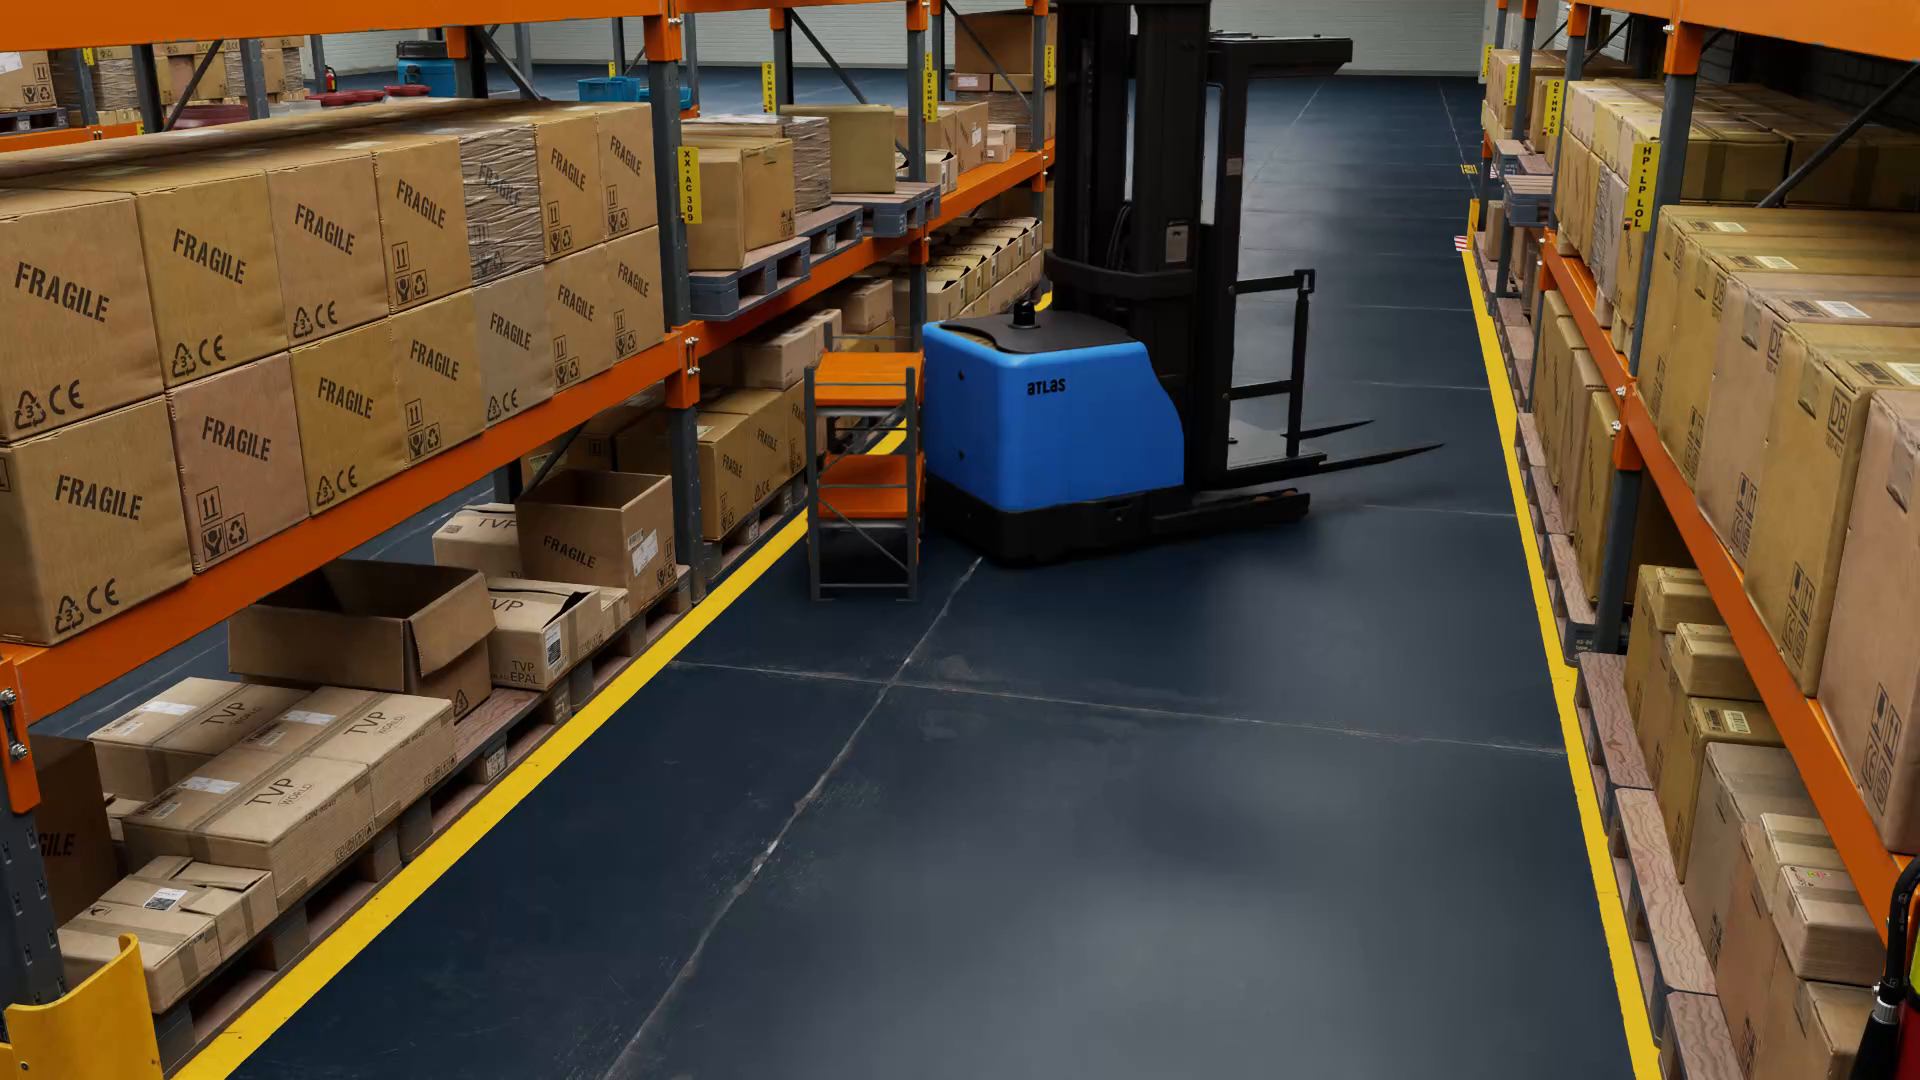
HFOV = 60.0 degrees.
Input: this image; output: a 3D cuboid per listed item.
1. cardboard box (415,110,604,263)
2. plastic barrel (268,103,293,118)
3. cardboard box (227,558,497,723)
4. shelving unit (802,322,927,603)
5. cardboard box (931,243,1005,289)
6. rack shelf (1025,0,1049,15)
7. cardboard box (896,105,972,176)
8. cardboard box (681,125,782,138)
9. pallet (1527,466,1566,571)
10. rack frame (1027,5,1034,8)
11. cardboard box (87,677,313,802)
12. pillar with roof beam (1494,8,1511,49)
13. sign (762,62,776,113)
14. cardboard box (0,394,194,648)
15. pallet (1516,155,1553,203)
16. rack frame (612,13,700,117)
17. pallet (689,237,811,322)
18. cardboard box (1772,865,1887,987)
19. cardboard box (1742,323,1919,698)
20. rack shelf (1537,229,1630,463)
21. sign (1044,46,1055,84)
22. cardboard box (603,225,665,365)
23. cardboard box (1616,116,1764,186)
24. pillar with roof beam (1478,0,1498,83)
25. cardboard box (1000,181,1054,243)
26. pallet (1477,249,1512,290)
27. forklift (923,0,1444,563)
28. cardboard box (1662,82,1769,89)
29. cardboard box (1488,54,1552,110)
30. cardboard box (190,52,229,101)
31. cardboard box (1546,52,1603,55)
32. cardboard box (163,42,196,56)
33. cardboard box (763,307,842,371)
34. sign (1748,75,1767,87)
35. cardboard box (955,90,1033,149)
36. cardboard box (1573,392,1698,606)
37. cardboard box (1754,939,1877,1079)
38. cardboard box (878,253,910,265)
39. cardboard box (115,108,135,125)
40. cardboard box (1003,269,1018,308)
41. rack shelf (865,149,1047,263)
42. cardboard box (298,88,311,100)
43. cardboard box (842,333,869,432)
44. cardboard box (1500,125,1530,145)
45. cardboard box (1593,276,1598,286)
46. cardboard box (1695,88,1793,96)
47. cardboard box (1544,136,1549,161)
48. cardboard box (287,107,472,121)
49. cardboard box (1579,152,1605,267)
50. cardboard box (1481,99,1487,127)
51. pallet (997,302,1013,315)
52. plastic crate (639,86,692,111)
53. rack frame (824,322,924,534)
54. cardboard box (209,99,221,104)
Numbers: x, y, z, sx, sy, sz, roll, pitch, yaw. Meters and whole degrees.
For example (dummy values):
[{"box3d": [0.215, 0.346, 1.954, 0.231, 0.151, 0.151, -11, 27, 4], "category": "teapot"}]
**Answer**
[{"box3d": [-1.698, -1.348, 6.293, 0.500, 0.500, 0.500, 4, 19, 12], "category": "cardboard box"}, {"box3d": [-5.484, -3.206, 13.259, 0.421, 0.512, 0.421, 0, 19, 0], "category": "plastic barrel"}, {"box3d": [-2.157, 0.395, 6.072, 0.797, 0.503, 0.637, 5, 19, 13], "category": "cardboard box"}, {"box3d": [-0.446, -0.408, 8.142, 0.538, 1.125, 1.048, 0, 19, 1], "category": "shelving unit"}, {"box3d": [0.059, -2.211, 13.257, 0.500, 0.311, 0.500, 4, 19, 13], "category": "cardboard box"}, {"box3d": [0.740, -5.381, 16.273, 1.077, 0.370, 4.000, 5, 19, 13], "category": "rack shelf"}, {"box3d": [-0.203, -3.161, 13.146, 0.500, 0.500, 0.500, 5, 19, 13], "category": "cardboard box"}, {"box3d": [-1.331, -1.972, 9.016, 0.700, 0.500, 0.500, 0, 19, -1], "category": "cardboard box"}, {"box3d": [3.513, -0.089, 8.622, 1.003, 0.211, 1.213, 5, 19, 13], "category": "pallet"}, {"box3d": [1.229, -4.929, 18.477, 1.000, 3.000, 0.127, 5, 19, 13], "category": "rack frame"}, {"box3d": [-2.525, 0.694, 5.588, 0.500, 0.250, 0.500, 5, 19, 13], "category": "cardboard box"}, {"box3d": [8.391, -14.952, 38.541, 9.100, 9.000, 0.400, 5, 19, 13], "category": "pillar with roof beam"}, {"box3d": [-1.265, -3.012, 11.074, 0.100, 0.325, 0.005, 5, 19, 13], "category": "sign"}, {"box3d": [-2.316, -0.079, 4.124, 0.500, 0.500, 0.500, 5, 20, 15], "category": "cardboard box"}, {"box3d": [4.523, -2.564, 11.851, 1.003, 0.211, 1.213, 5, 19, 13], "category": "pallet"}, {"box3d": [-3.573, -5.321, 19.625, 1.000, 3.000, 0.127, 5, 19, 13], "category": "rack frame"}, {"box3d": [-1.402, -1.318, 8.204, 1.003, 0.211, 1.213, 5, 19, 13], "category": "pallet"}, {"box3d": [2.053, 0.872, 3.709, 0.380, 0.149, 0.250, 4, 19, 13], "category": "cardboard box"}, {"box3d": [2.406, -0.055, 3.744, 0.980, 0.700, 0.700, 5, 19, 13], "category": "cardboard box"}, {"box3d": [3.590, -1.064, 8.275, 1.077, 0.370, 4.000, 5, 19, 13], "category": "rack shelf"}, {"box3d": [0.780, -4.146, 14.515, 0.100, 0.325, 0.005, 5, 19, 13], "category": "sign"}, {"box3d": [-1.576, -1.038, 6.931, 0.500, 0.500, 0.500, 5, 19, 14], "category": "cardboard box"}, {"box3d": [3.102, -1.656, 7.089, 0.500, 0.250, 0.500, 5, 20, 15], "category": "cardboard box"}, {"box3d": [9.857, -16.833, 44.047, 9.100, 9.000, 0.400, 5, 19, 13], "category": "pillar with roof beam"}, {"box3d": [0.669, -3.048, 15.415, 0.500, 0.500, 0.500, 5, 19, 13], "category": "cardboard box"}, {"box3d": [5.482, -2.562, 15.862, 1.003, 0.211, 1.213, 5, 19, 13], "category": "pallet"}, {"box3d": [1.309, -1.595, 8.823, 3.031, 2.935, 1.130, -10, 21, -26], "category": "forklift"}, {"box3d": [4.220, -2.421, 9.329, 0.500, 0.250, 0.500, 5, 20, 15], "category": "cardboard box"}, {"box3d": [5.363, -4.391, 15.942, 0.500, 0.500, 0.500, 4, 19, 12], "category": "cardboard box"}, {"box3d": [-8.840, -5.255, 18.816, 0.875, 0.500, 0.500, 5, 19, 13], "category": "cardboard box"}, {"box3d": [5.992, -4.510, 16.293, 0.500, 0.500, 0.500, 5, 19, 14], "category": "cardboard box"}, {"box3d": [-8.754, -5.554, 18.146, 0.500, 0.500, 0.500, 5, 19, 13], "category": "cardboard box"}, {"box3d": [-0.982, -1.151, 9.442, 0.500, 0.250, 0.500, 4, 19, 12], "category": "cardboard box"}, {"box3d": [4.618, -2.536, 9.681, 0.100, 0.325, 0.005, 5, 19, 13], "category": "sign"}, {"box3d": [0.354, -3.862, 15.199, 0.700, 0.500, 0.500, 4, 19, 12], "category": "cardboard box"}, {"box3d": [3.134, -0.173, 7.229, 0.750, 0.750, 0.750, 5, 19, 14], "category": "cardboard box"}, {"box3d": [2.198, 1.233, 3.654, 0.700, 0.500, 0.500, 5, 19, 13], "category": "cardboard box"}, {"box3d": [-0.590, -2.089, 12.900, 0.500, 0.311, 0.500, 5, 19, 13], "category": "cardboard box"}, {"box3d": [-8.936, -4.461, 17.495, 0.380, 0.149, 0.250, 5, 19, 13], "category": "cardboard box"}, {"box3d": [0.182, -2.101, 13.802, 0.500, 0.250, 0.500, 5, 20, 15], "category": "cardboard box"}, {"box3d": [-0.237, -2.708, 13.087, 1.077, 0.370, 4.000, 5, 19, 13], "category": "rack shelf"}, {"box3d": [-8.246, -5.488, 20.502, 0.380, 0.149, 0.250, 5, 19, 13], "category": "cardboard box"}, {"box3d": [-0.853, -0.973, 10.081, 0.500, 0.500, 0.500, 4, 19, 11], "category": "cardboard box"}, {"box3d": [4.878, -3.396, 14.190, 0.500, 0.250, 0.500, 5, 19, 14], "category": "cardboard box"}, {"box3d": [3.410, -1.355, 8.372, 0.380, 0.149, 0.250, 5, 19, 14], "category": "cardboard box"}, {"box3d": [4.090, -2.259, 8.854, 0.500, 0.250, 0.500, 4, 19, 12], "category": "cardboard box"}, {"box3d": [4.625, -3.000, 11.995, 0.700, 0.500, 0.500, 7, 20, 21], "category": "cardboard box"}, {"box3d": [-2.216, -1.401, 6.446, 0.500, 0.500, 0.500, 4, 19, 12], "category": "cardboard box"}, {"box3d": [3.333, -1.614, 8.126, 0.500, 0.500, 0.500, 5, 20, 15], "category": "cardboard box"}, {"box3d": [5.606, -4.349, 16.981, 0.500, 0.250, 0.500, 4, 19, 12], "category": "cardboard box"}, {"box3d": [-0.186, -1.738, 13.449, 1.003, 0.211, 1.213, 5, 19, 13], "category": "pallet"}, {"box3d": [-3.405, -5.070, 19.121, 0.499, 0.251, 0.616, 5, 19, 13], "category": "plastic crate"}, {"box3d": [-0.441, -0.572, 8.623, 0.500, 1.125, 0.032, 0, 19, 1], "category": "rack frame"}, {"box3d": [-8.639, -4.936, 18.888, 0.380, 0.149, 0.250, 5, 19, 13], "category": "cardboard box"}]
